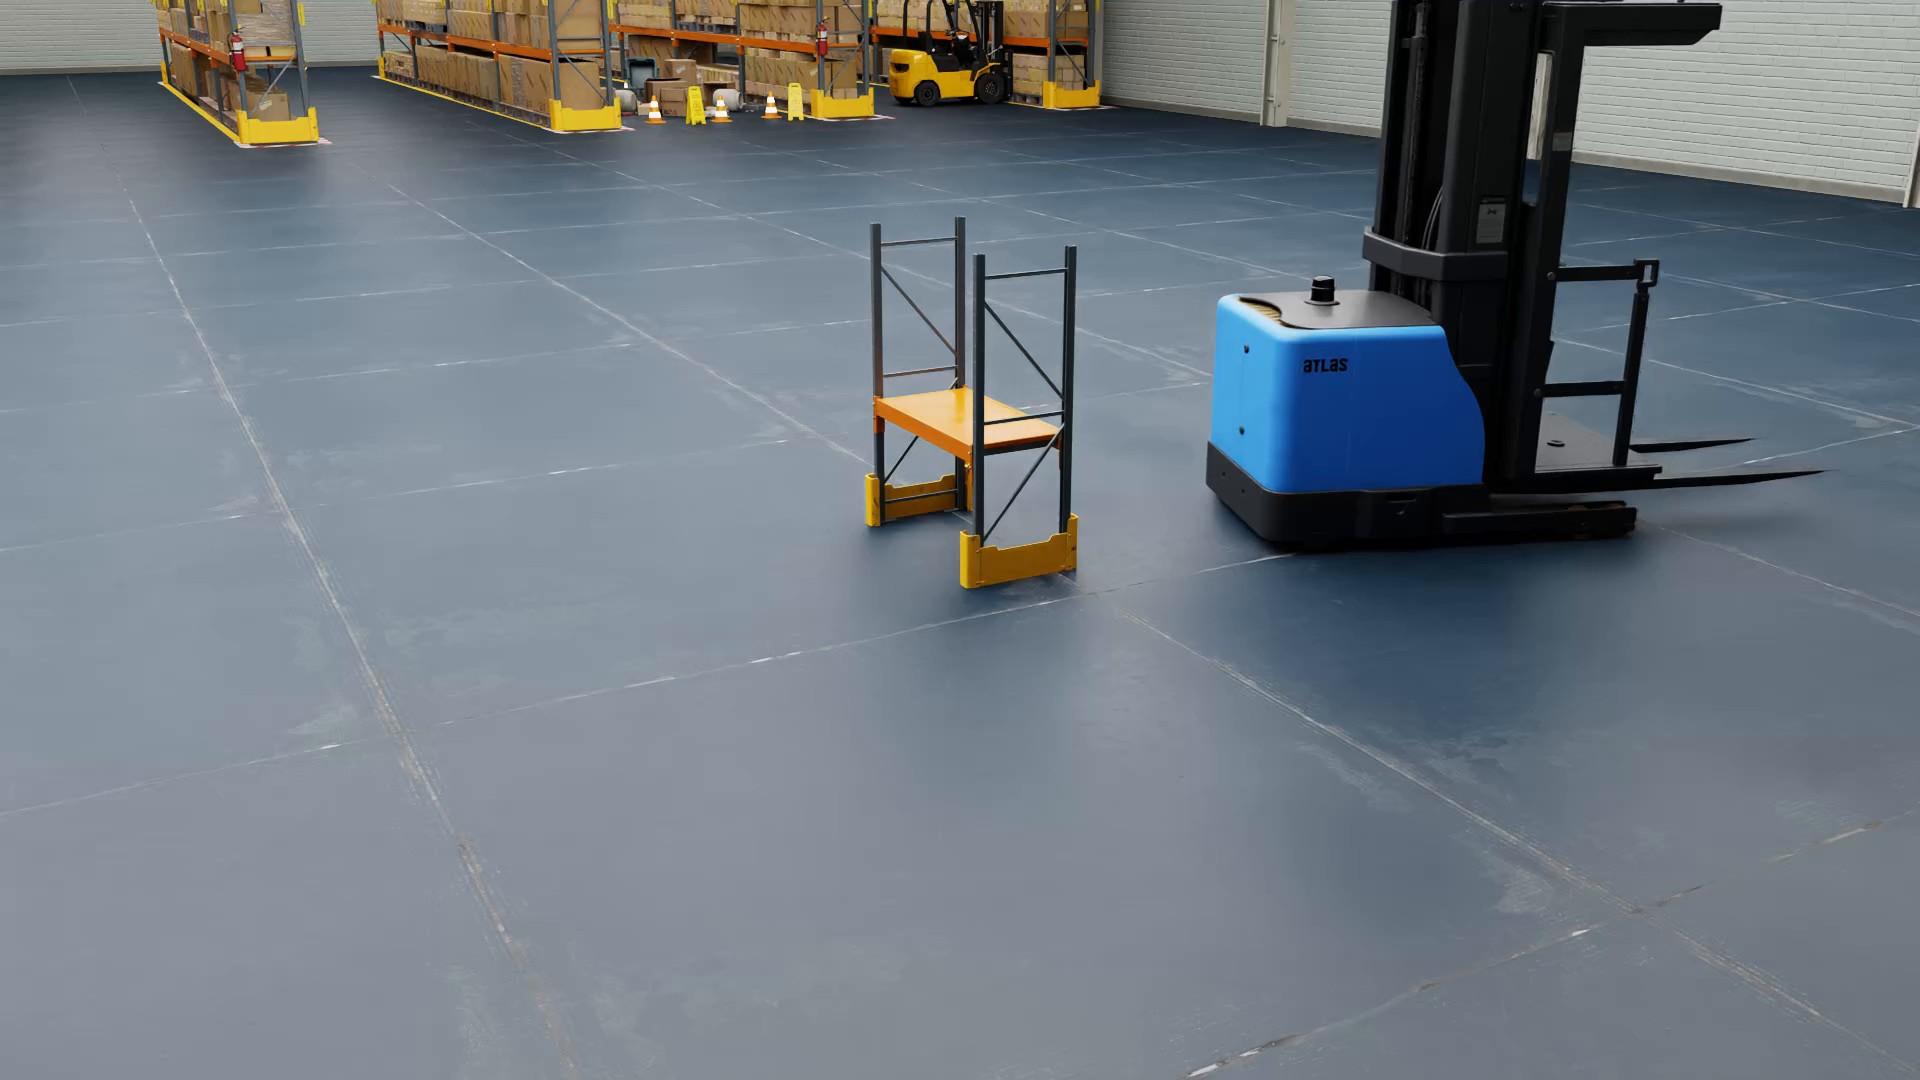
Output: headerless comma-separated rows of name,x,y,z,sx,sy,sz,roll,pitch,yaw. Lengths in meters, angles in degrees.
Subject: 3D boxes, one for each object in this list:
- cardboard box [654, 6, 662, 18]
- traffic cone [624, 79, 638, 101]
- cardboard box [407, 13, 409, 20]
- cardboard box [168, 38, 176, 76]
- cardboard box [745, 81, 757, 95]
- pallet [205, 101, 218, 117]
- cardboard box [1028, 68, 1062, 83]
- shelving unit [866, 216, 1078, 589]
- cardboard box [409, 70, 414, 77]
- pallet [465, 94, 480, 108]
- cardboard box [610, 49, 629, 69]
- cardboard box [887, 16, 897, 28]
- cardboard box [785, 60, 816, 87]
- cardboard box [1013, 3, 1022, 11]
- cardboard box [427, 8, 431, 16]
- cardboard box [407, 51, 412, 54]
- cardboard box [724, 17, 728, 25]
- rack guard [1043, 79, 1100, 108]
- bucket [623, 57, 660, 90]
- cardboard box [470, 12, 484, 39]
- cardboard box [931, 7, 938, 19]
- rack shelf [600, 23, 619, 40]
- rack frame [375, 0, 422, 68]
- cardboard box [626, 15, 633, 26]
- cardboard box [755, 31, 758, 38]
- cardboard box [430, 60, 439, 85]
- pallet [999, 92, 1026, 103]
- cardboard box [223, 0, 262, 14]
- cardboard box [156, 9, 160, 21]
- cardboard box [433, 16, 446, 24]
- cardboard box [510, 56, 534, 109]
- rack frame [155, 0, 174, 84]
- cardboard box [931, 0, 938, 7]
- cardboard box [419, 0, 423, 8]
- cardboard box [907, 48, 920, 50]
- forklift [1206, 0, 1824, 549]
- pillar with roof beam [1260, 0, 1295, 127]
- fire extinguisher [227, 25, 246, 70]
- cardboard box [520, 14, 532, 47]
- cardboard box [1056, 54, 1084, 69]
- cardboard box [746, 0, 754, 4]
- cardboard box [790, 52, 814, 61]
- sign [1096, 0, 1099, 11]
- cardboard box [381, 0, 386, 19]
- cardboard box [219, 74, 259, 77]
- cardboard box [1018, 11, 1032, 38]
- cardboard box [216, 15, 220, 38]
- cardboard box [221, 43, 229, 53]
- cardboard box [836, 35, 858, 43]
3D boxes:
cardboard box,-6.653,-12.039,37.886,0.500,0.250,0.500,-11,22,-28
traffic cone,-6.892,-9.347,34.511,0.336,0.463,0.334,-10,21,-27
cardboard box,-12.242,-11.797,37.461,0.380,0.149,0.250,-10,21,-26
cardboard box,-18.099,-11.412,39.218,0.875,0.875,0.875,-10,21,-27
cardboard box,-4.011,-9.167,33.670,0.500,0.250,0.500,-11,22,-29
pallet,-13.729,-8.200,31.571,1.003,0.211,1.213,-10,21,-27
cardboard box,1.706,-9.327,33.368,0.500,0.250,0.500,-10,22,-27
shelving unit,0.036,-0.687,7.823,0.587,1.500,1.083,-10,21,-27
cardboard box,-12.647,-10.891,38.821,0.380,0.149,0.250,-10,21,-26
pallet,-9.378,-8.926,33.675,1.003,0.211,1.213,-10,21,-27
cardboard box,-8.482,-12.217,42.221,0.875,0.438,0.875,-11,22,-28
cardboard box,-1.356,-12.016,38.586,0.500,0.250,0.500,-10,22,-28
cardboard box,-3.015,-8.923,31.814,0.500,0.500,0.500,-9,21,-25
cardboard box,1.308,-10.806,33.701,0.380,0.149,0.250,-11,22,-28
cardboard box,-11.152,-11.275,35.493,0.380,0.149,0.250,-9,21,-25
cardboard box,-13.517,-12.067,41.317,0.380,0.149,0.250,-10,21,-26
cardboard box,-4.651,-10.742,34.406,0.380,0.149,0.250,-11,22,-28
rack guard,2.224,-8.912,33.193,1.175,0.500,0.348,-10,21,-27
bucket,-6.268,-9.173,32.803,0.726,0.611,0.620,-3,9,-8
cardboard box,-9.325,-10.129,32.734,0.500,0.500,0.500,-10,21,-26
cardboard box,-0.396,-11.662,36.794,0.500,0.250,0.500,-11,22,-28
rack shelf,-8.802,-13.010,42.338,1.077,0.370,4.000,-10,21,-27
rack frame,-14.060,-13.128,41.579,1.000,3.000,0.127,-10,21,-27
cardboard box,-7.629,-12.389,39.667,0.500,0.250,0.500,-11,22,-28
cardboard box,-3.868,-10.084,33.142,0.380,0.149,0.250,-10,21,-27
cardboard box,-11.313,-10.296,36.559,0.500,0.500,0.500,-11,22,-29
pallet,1.237,-9.346,34.891,1.003,0.211,1.213,-10,21,-27
cardboard box,-11.354,-8.576,26.244,0.500,0.500,0.500,-10,21,-27
cardboard box,-18.483,-12.279,38.892,0.500,0.250,0.500,-11,22,-28
cardboard box,-10.900,-10.982,35.100,0.380,0.149,0.250,-10,21,-26
cardboard box,-7.693,-8.428,30.571,0.875,0.875,0.875,-10,21,-26
rack frame,-18.473,-12.389,39.436,1.000,3.000,0.127,-10,21,-27
cardboard box,-0.495,-11.871,36.788,0.380,0.149,0.250,-11,22,-28
cardboard box,-11.510,-11.634,36.077,0.380,0.149,0.250,-9,21,-24
cardboard box,-0.985,-11.106,38.714,0.875,0.625,0.625,-9,21,-25
forklift,2.860,-1.553,8.139,3.031,2.935,1.130,-3,19,-9
pillar with roof beam,1.736,-10.887,25.886,9.100,9.000,0.400,-10,21,-27
fire extinguisher,-11.227,-7.655,25.836,0.296,0.674,0.183,-10,21,-27
cardboard box,-7.402,-9.186,29.924,0.875,0.550,0.500,-10,21,-27
cardboard box,2.151,-9.639,33.507,0.500,0.250,0.500,-10,22,-27
cardboard box,-3.812,-10.830,32.776,0.700,0.500,0.500,-10,21,-26
cardboard box,-2.997,-9.175,31.550,0.380,0.149,0.250,-9,21,-25
sign,2.704,-10.632,32.895,0.100,0.325,0.005,-10,21,-27
cardboard box,-13.814,-12.995,40.582,0.500,0.500,0.500,-10,21,-27
cardboard box,-13.524,-8.450,31.180,0.700,0.500,0.500,-12,22,-31
cardboard box,1.510,-10.399,33.516,0.500,0.500,0.500,-9,21,-25
cardboard box,-12.083,-8.716,28.184,0.875,0.500,0.500,-10,21,-27
cardboard box,-11.997,-8.141,27.512,0.380,0.149,0.250,-10,21,-27
cardboard box,-2.133,-9.342,30.990,0.380,0.149,0.250,-10,21,-26
